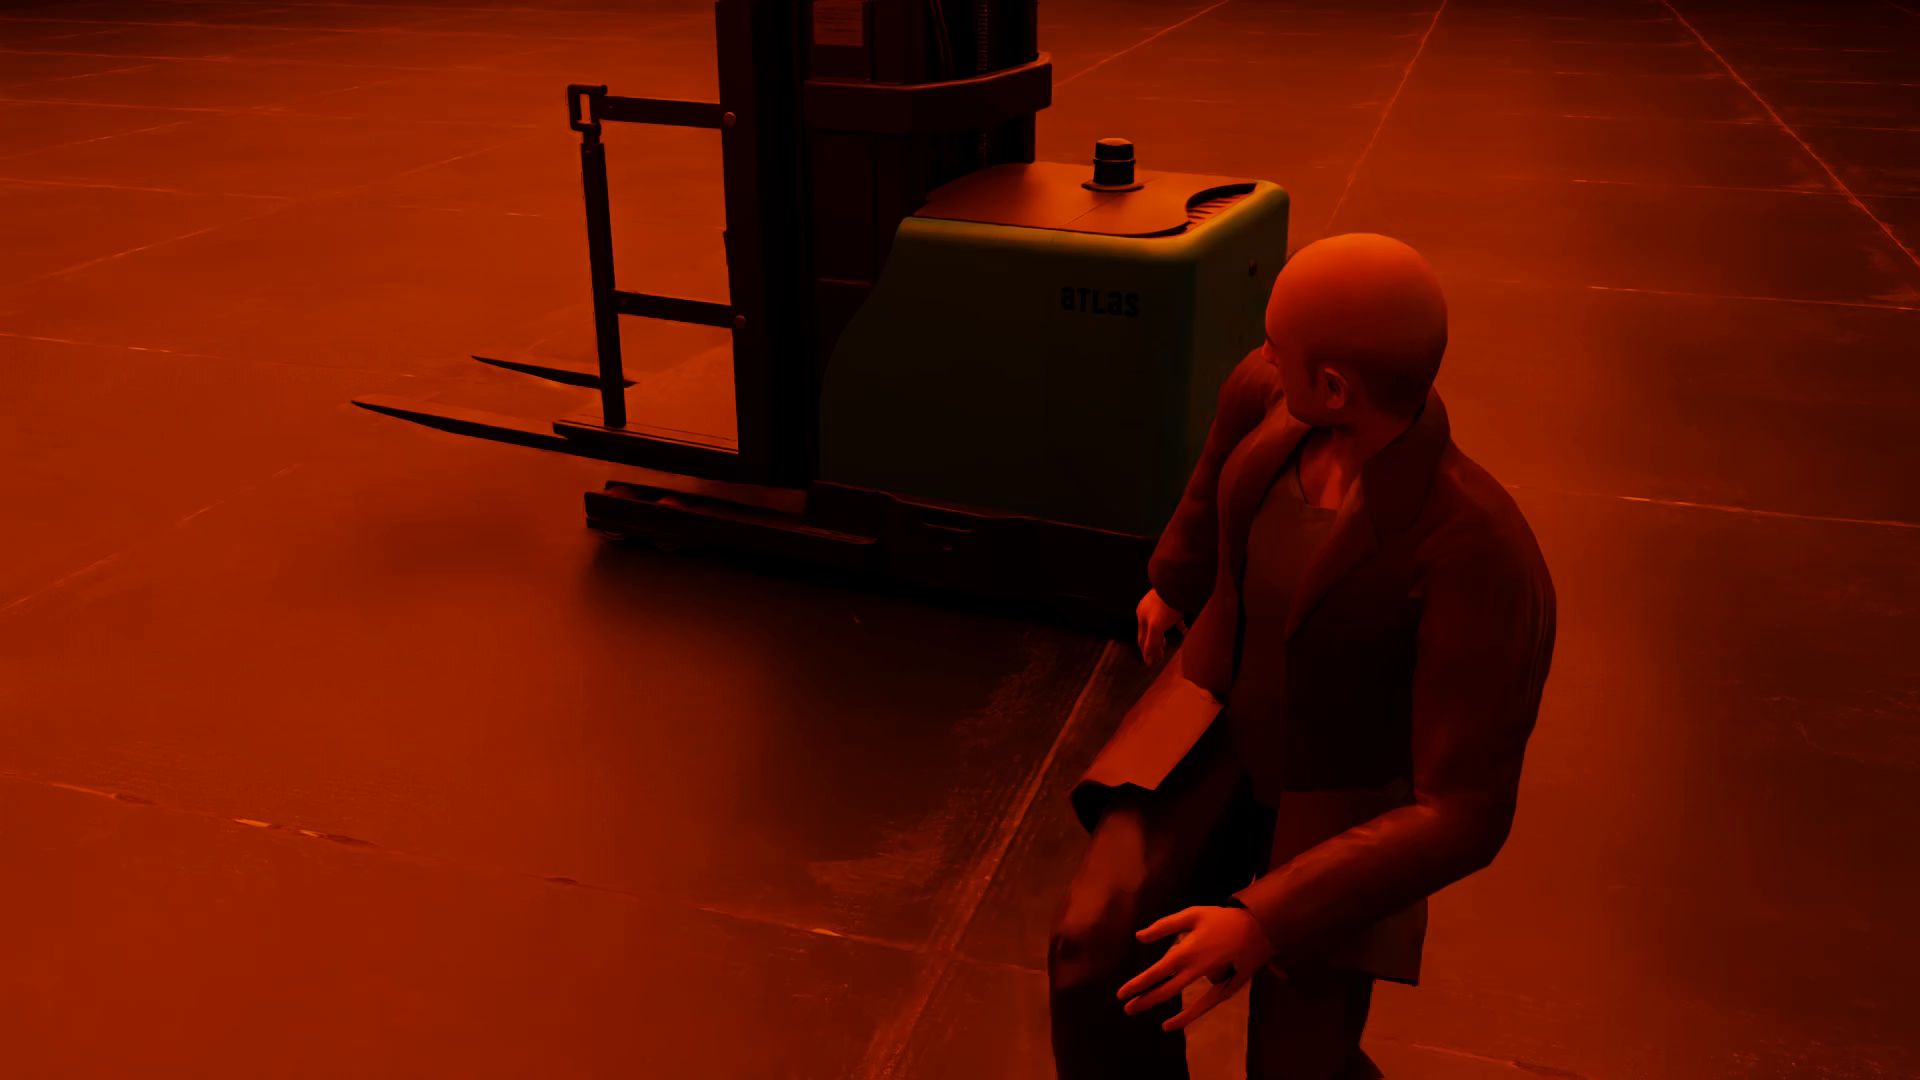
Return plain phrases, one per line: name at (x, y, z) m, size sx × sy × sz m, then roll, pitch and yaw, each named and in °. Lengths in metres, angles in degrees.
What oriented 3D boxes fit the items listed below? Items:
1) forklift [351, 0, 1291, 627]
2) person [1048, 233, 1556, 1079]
forklift at (-0.582, -1.490, 4.888) m, size 3.031 × 2.935 × 1.130 m, roll 10°, pitch 25°, yaw 24°
person at (0.370, 0.349, 2.265) m, size 0.808 × 1.570 × 0.801 m, roll 20°, pitch 29°, yaw 39°
